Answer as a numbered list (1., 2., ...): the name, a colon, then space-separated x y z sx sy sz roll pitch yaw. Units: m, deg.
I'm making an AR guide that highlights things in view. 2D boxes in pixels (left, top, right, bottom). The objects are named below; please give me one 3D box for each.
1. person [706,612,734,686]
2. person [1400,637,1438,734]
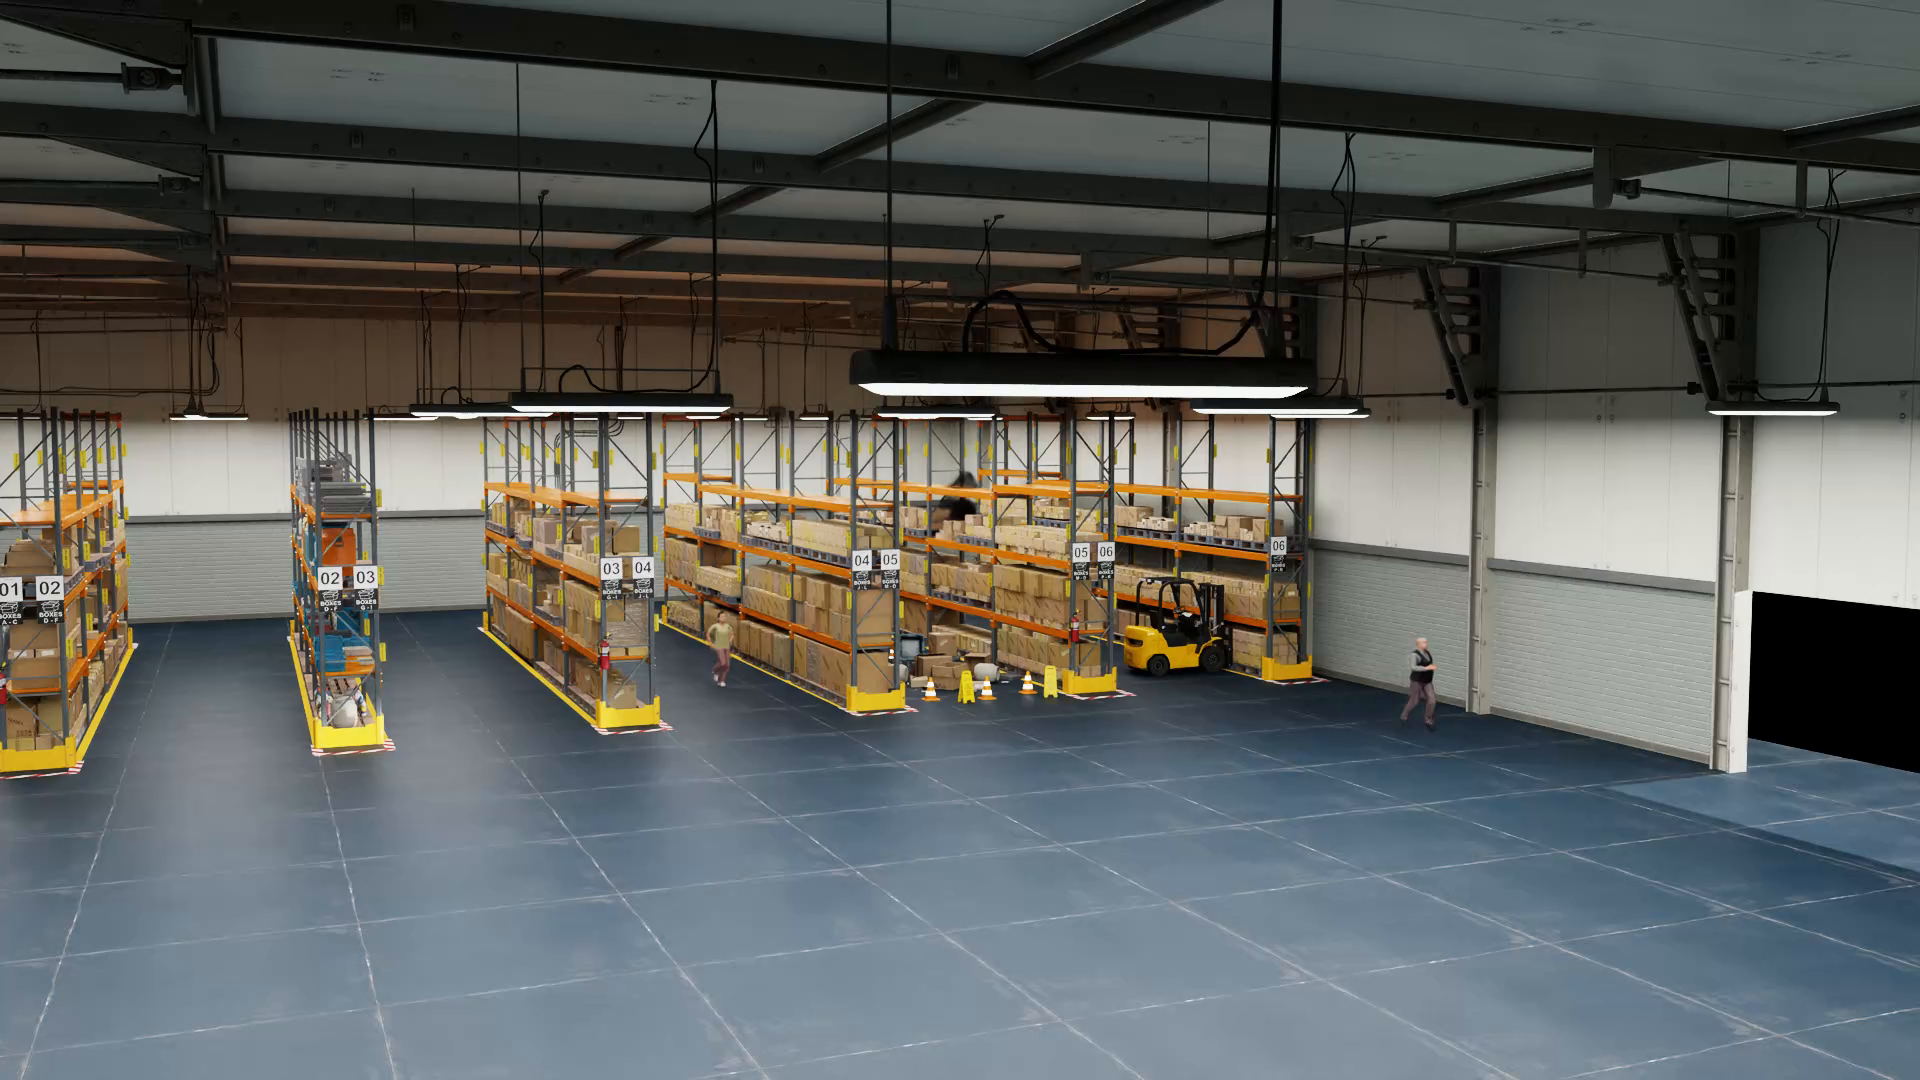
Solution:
1. person: -5.171 2.373 36.211 0.581 1.630 0.529 -3 5 -33
2. person: 8.555 2.695 30.936 0.645 1.795 0.808 -3 5 -32
